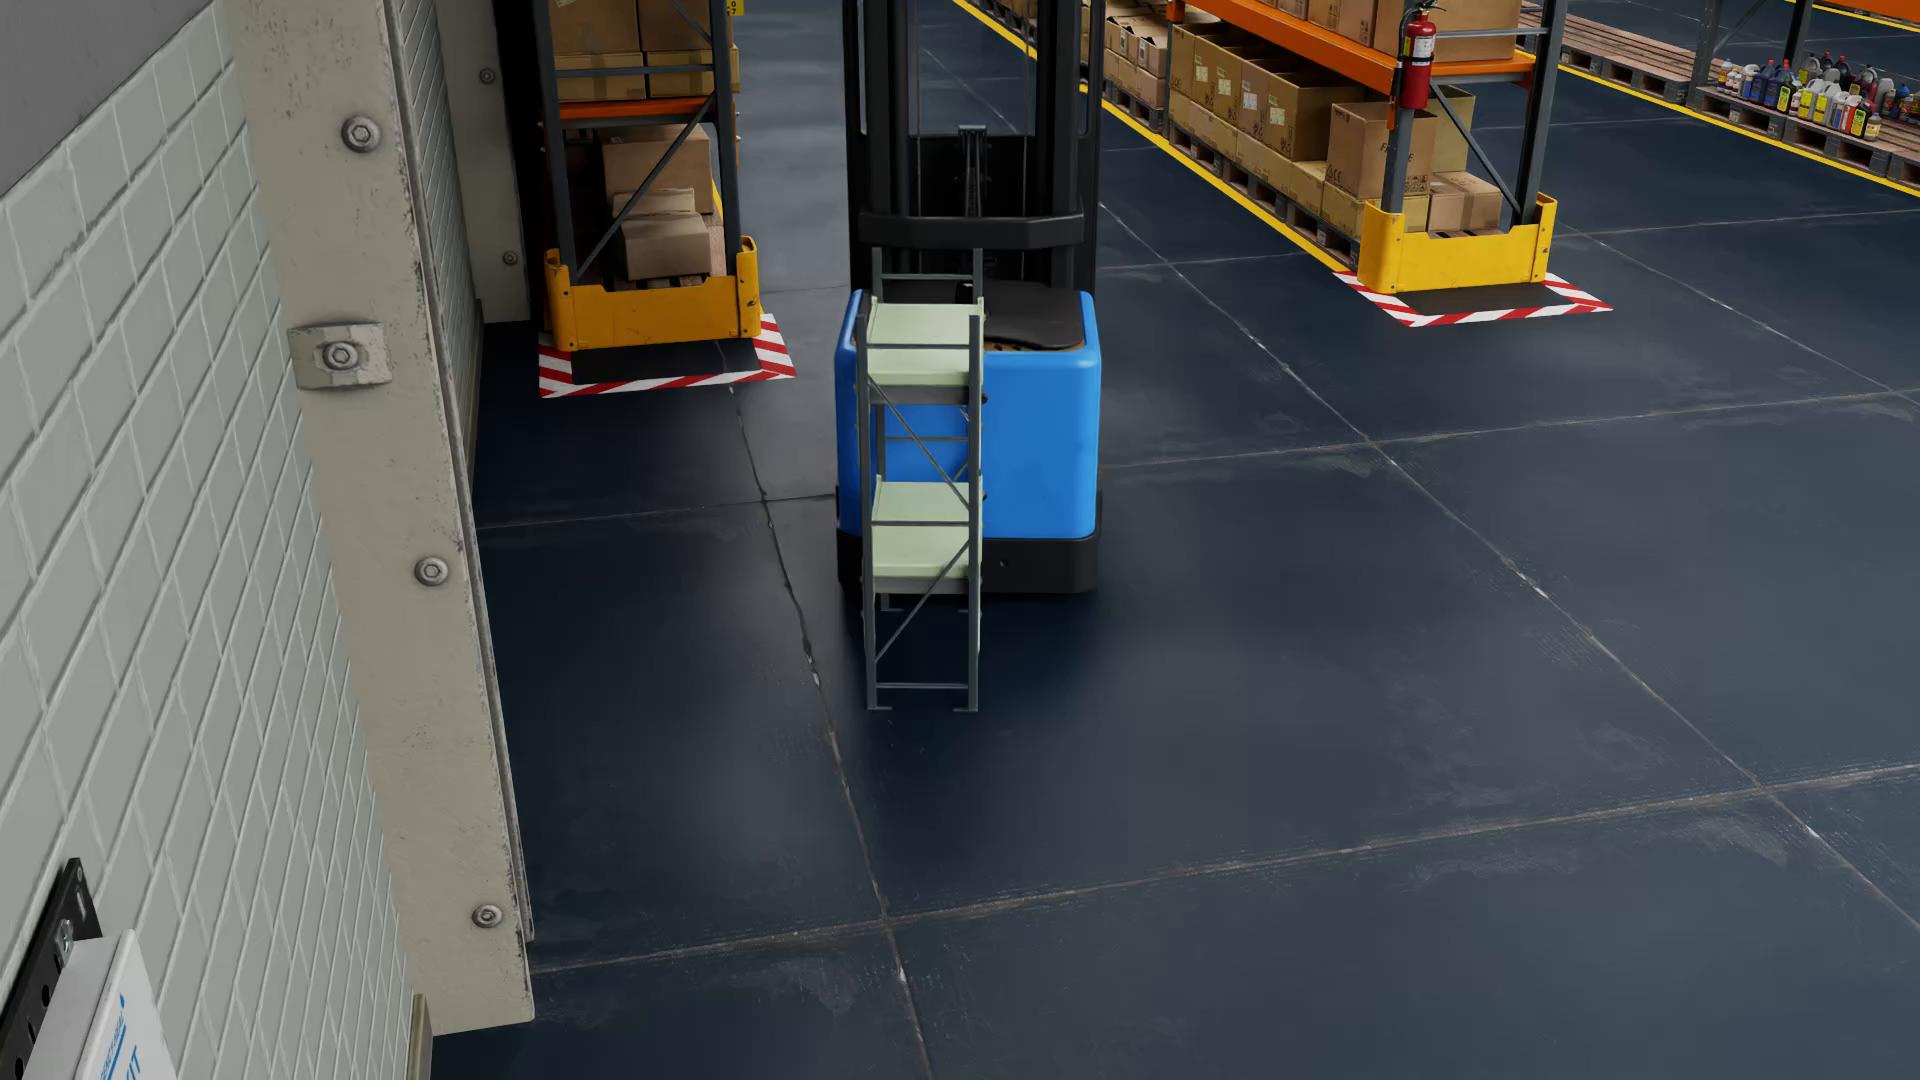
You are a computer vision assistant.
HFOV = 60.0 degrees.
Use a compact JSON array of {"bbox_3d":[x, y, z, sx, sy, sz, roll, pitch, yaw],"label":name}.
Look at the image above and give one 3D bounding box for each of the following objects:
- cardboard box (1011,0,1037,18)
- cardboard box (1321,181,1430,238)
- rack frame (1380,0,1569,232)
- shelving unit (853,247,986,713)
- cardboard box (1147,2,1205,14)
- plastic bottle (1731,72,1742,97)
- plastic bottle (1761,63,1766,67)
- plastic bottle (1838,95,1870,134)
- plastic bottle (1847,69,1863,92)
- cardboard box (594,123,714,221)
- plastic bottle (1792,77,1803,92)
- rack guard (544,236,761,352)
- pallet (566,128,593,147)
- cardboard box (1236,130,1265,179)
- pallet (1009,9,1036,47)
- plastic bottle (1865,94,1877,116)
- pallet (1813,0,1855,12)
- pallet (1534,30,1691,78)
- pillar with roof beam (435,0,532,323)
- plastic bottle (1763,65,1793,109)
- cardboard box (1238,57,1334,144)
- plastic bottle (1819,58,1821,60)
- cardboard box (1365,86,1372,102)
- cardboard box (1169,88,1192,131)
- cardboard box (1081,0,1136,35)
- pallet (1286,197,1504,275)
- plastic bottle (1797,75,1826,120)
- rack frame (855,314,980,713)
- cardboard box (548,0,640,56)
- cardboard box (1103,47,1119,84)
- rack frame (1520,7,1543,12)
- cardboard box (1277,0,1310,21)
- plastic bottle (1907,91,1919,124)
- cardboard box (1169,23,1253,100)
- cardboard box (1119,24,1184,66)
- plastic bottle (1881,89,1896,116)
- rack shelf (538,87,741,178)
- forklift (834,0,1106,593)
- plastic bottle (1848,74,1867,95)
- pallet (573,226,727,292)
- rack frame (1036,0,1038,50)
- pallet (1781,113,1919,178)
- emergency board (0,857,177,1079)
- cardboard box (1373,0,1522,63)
[{"bbox_3d":[0.855,-5.978,18.050,0.500,0.500,0.500,-5,27,-10],"label":"cardboard box"},{"bbox_3d":[2.689,-2.164,10.793,0.500,0.250,0.500,-6,27,-12],"label":"cardboard box"},{"bbox_3d":[3.098,-2.998,9.861,1.000,3.000,0.127,-6,27,-12],"label":"rack frame"},{"bbox_3d":[-0.128,-0.217,6.016,0.431,1.500,0.755,1,27,1],"label":"shelving unit"},{"bbox_3d":[1.998,-4.846,15.485,0.500,0.311,0.500,-5,27,-10],"label":"cardboard box"},{"bbox_3d":[6.714,-3.929,14.323,0.097,0.201,0.097,0,27,0],"label":"plastic bottle"},{"bbox_3d":[6.871,-3.927,14.227,0.061,0.283,0.133,-6,27,-12],"label":"plastic bottle"},{"bbox_3d":[7.053,-3.355,13.103,0.152,0.276,0.135,-6,27,-11],"label":"plastic bottle"},{"bbox_3d":[7.570,-3.834,14.044,0.061,0.283,0.133,-4,27,-8],"label":"plastic bottle"},{"bbox_3d":[-2.041,-2.464,11.089,0.700,0.500,0.500,-8,28,-15],"label":"cardboard box"},{"bbox_3d":[6.913,-3.694,13.779,0.097,0.271,0.097,0,27,0],"label":"plastic bottle"},{"bbox_3d":[-1.745,-1.411,9.491,1.175,0.500,0.348,-6,27,-12],"label":"rack guard"},{"bbox_3d":[-2.806,-3.346,13.646,1.003,0.211,1.213,-6,27,-12],"label":"pallet"},{"bbox_3d":[2.339,-2.821,12.095,0.500,0.250,0.500,-6,27,-12],"label":"cardboard box"},{"bbox_3d":[1.163,-5.597,18.105,1.003,0.211,1.213,-6,27,-12],"label":"pallet"},{"bbox_3d":[7.157,-3.370,13.123,0.061,0.283,0.133,-6,27,-12],"label":"plastic bottle"},{"bbox_3d":[10.843,-6.623,20.138,1.003,0.211,1.213,-6,27,-12],"label":"pallet"},{"bbox_3d":[6.530,-4.888,16.700,1.003,0.211,1.213,-6,27,-12],"label":"pallet"},{"bbox_3d":[1.466,-5.828,8.811,9.100,9.000,0.400,-6,27,-12],"label":"pillar with roof beam"},{"bbox_3d":[6.843,-3.790,13.882,0.144,0.351,0.185,-7,28,-14],"label":"plastic bottle"},{"bbox_3d":[2.336,-3.155,11.926,0.500,0.500,0.500,-6,27,-12],"label":"cardboard box"},{"bbox_3d":[7.453,-4.062,14.495,0.061,0.283,0.133,-5,27,-9],"label":"plastic bottle"},{"bbox_3d":[2.954,-2.989,11.595,0.500,0.500,0.500,-6,27,-12],"label":"cardboard box"},{"bbox_3d":[2.005,-3.480,13.401,0.500,0.250,0.500,-6,27,-12],"label":"cardboard box"},{"bbox_3d":[1.366,-5.007,15.804,0.500,0.311,0.500,-7,28,-13],"label":"cardboard box"},{"bbox_3d":[2.885,-2.085,11.146,1.003,0.211,1.213,-6,27,-12],"label":"pallet"},{"bbox_3d":[6.939,-3.603,13.512,0.144,0.351,0.185,-6,27,-12],"label":"plastic bottle"},{"bbox_3d":[-0.136,-0.052,5.689,0.400,1.500,0.023,1,27,1],"label":"rack frame"},{"bbox_3d":[-2.041,-2.956,9.089,0.500,0.500,0.500,-6,27,-12],"label":"cardboard box"},{"bbox_3d":[1.592,-4.314,15.053,0.500,0.250,0.500,-5,27,-10],"label":"cardboard box"},{"bbox_3d":[6.122,-7.012,17.813,1.000,3.000,0.127,-6,27,-12],"label":"rack frame"},{"bbox_3d":[2.653,-3.928,11.593,0.700,0.500,0.500,-5,27,-10],"label":"cardboard box"},{"bbox_3d":[7.720,-3.500,13.395,0.097,0.271,0.097,0,27,0],"label":"plastic bottle"},{"bbox_3d":[1.996,-3.814,13.230,0.500,0.500,0.500,-6,27,-12],"label":"cardboard box"},{"bbox_3d":[1.702,-4.341,14.485,0.500,0.311,0.500,-5,27,-10],"label":"cardboard box"},{"bbox_3d":[7.651,-3.602,13.676,0.097,0.201,0.097,0,27,0],"label":"plastic bottle"},{"bbox_3d":[-2.178,-3.050,10.763,1.077,0.370,4.000,-6,27,-12],"label":"rack shelf"},{"bbox_3d":[0.063,-1.716,7.397,1.130,2.935,3.031,1,27,1],"label":"forklift"},{"bbox_3d":[7.471,-3.738,13.854,0.061,0.283,0.133,-6,27,-12],"label":"plastic bottle"},{"bbox_3d":[-1.893,-1.642,10.270,1.003,0.211,1.213,-6,27,-12],"label":"pallet"},{"bbox_3d":[1.295,-6.510,16.819,1.000,3.000,0.127,-6,27,-12],"label":"rack frame"},{"bbox_3d":[7.412,-3.175,13.306,1.003,0.211,1.213,-6,27,-12],"label":"pallet"},{"bbox_3d":[-0.856,1.010,1.921,0.194,1.169,0.643,-6,27,-12],"label":"emergency board"},{"bbox_3d":[3.005,-3.249,10.247,0.700,0.500,0.500,-6,27,-12],"label":"cardboard box"}]
